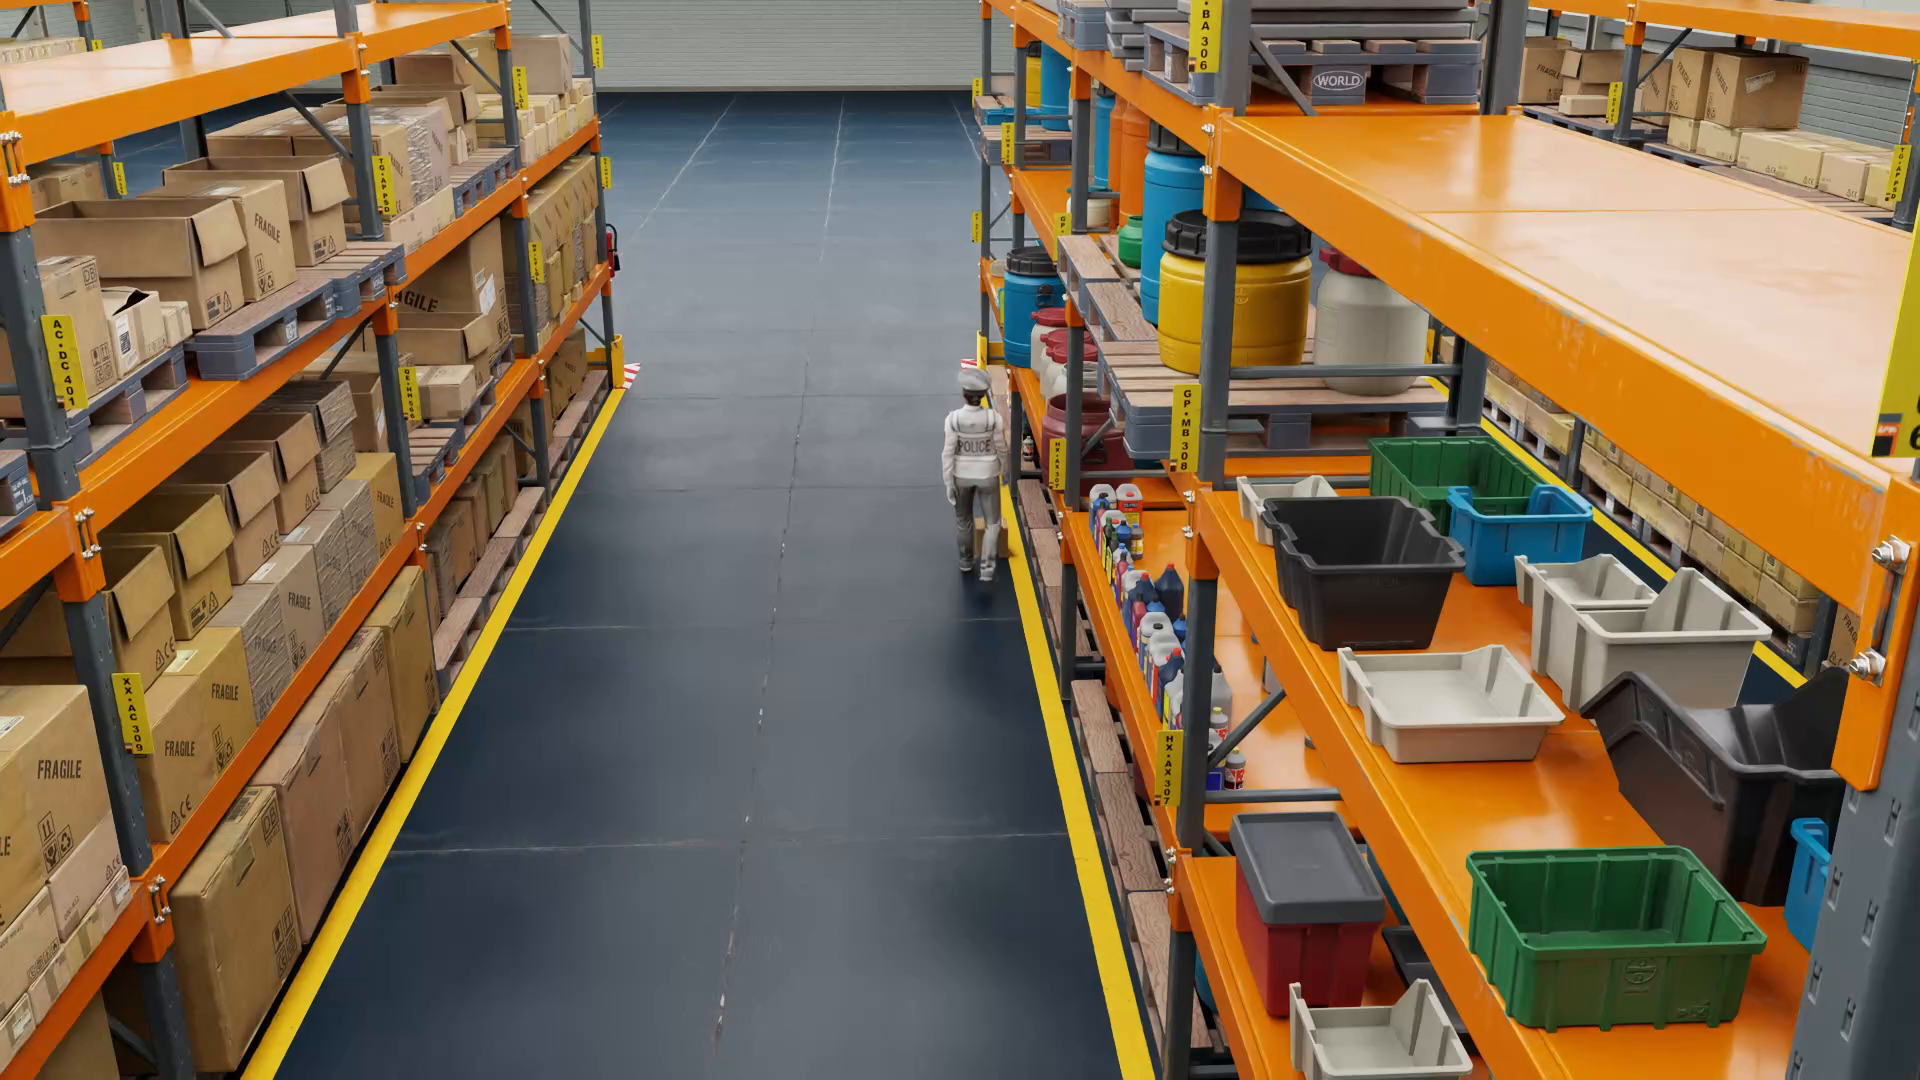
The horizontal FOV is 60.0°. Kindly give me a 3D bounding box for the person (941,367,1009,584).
[{"bbox_3d":[0.119,-0.480,12.301,0.481,1.653,0.843,3,21,7],"label":"person"}]
